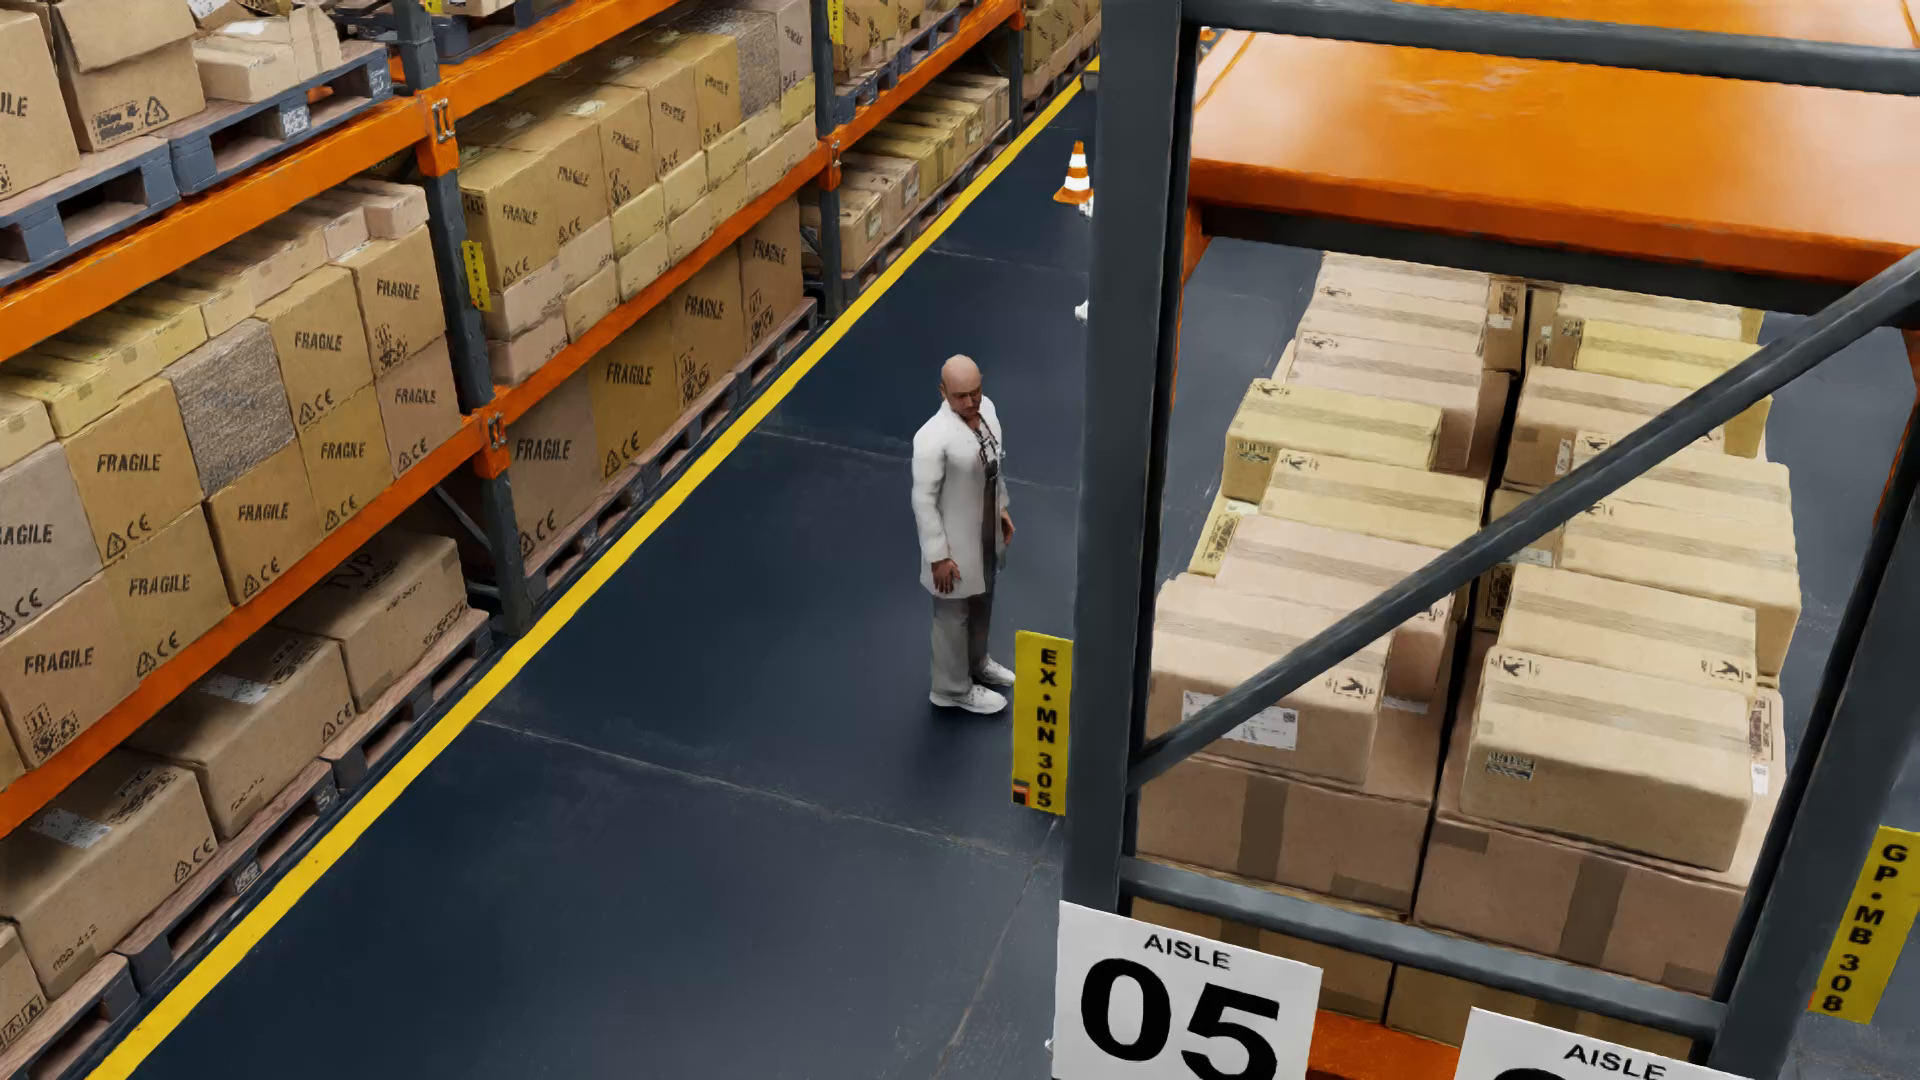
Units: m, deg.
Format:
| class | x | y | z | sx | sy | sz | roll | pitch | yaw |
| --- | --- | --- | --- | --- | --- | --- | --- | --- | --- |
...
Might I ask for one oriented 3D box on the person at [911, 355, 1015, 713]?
| class | x | y | z | sx | sy | sz | roll | pitch | yaw |
| --- | --- | --- | --- | --- | --- | --- | --- | --- | --- |
| person | 0.028 | -0.006 | 7.581 | 0.380 | 1.822 | 0.637 | 19 | 37 | 27 |
